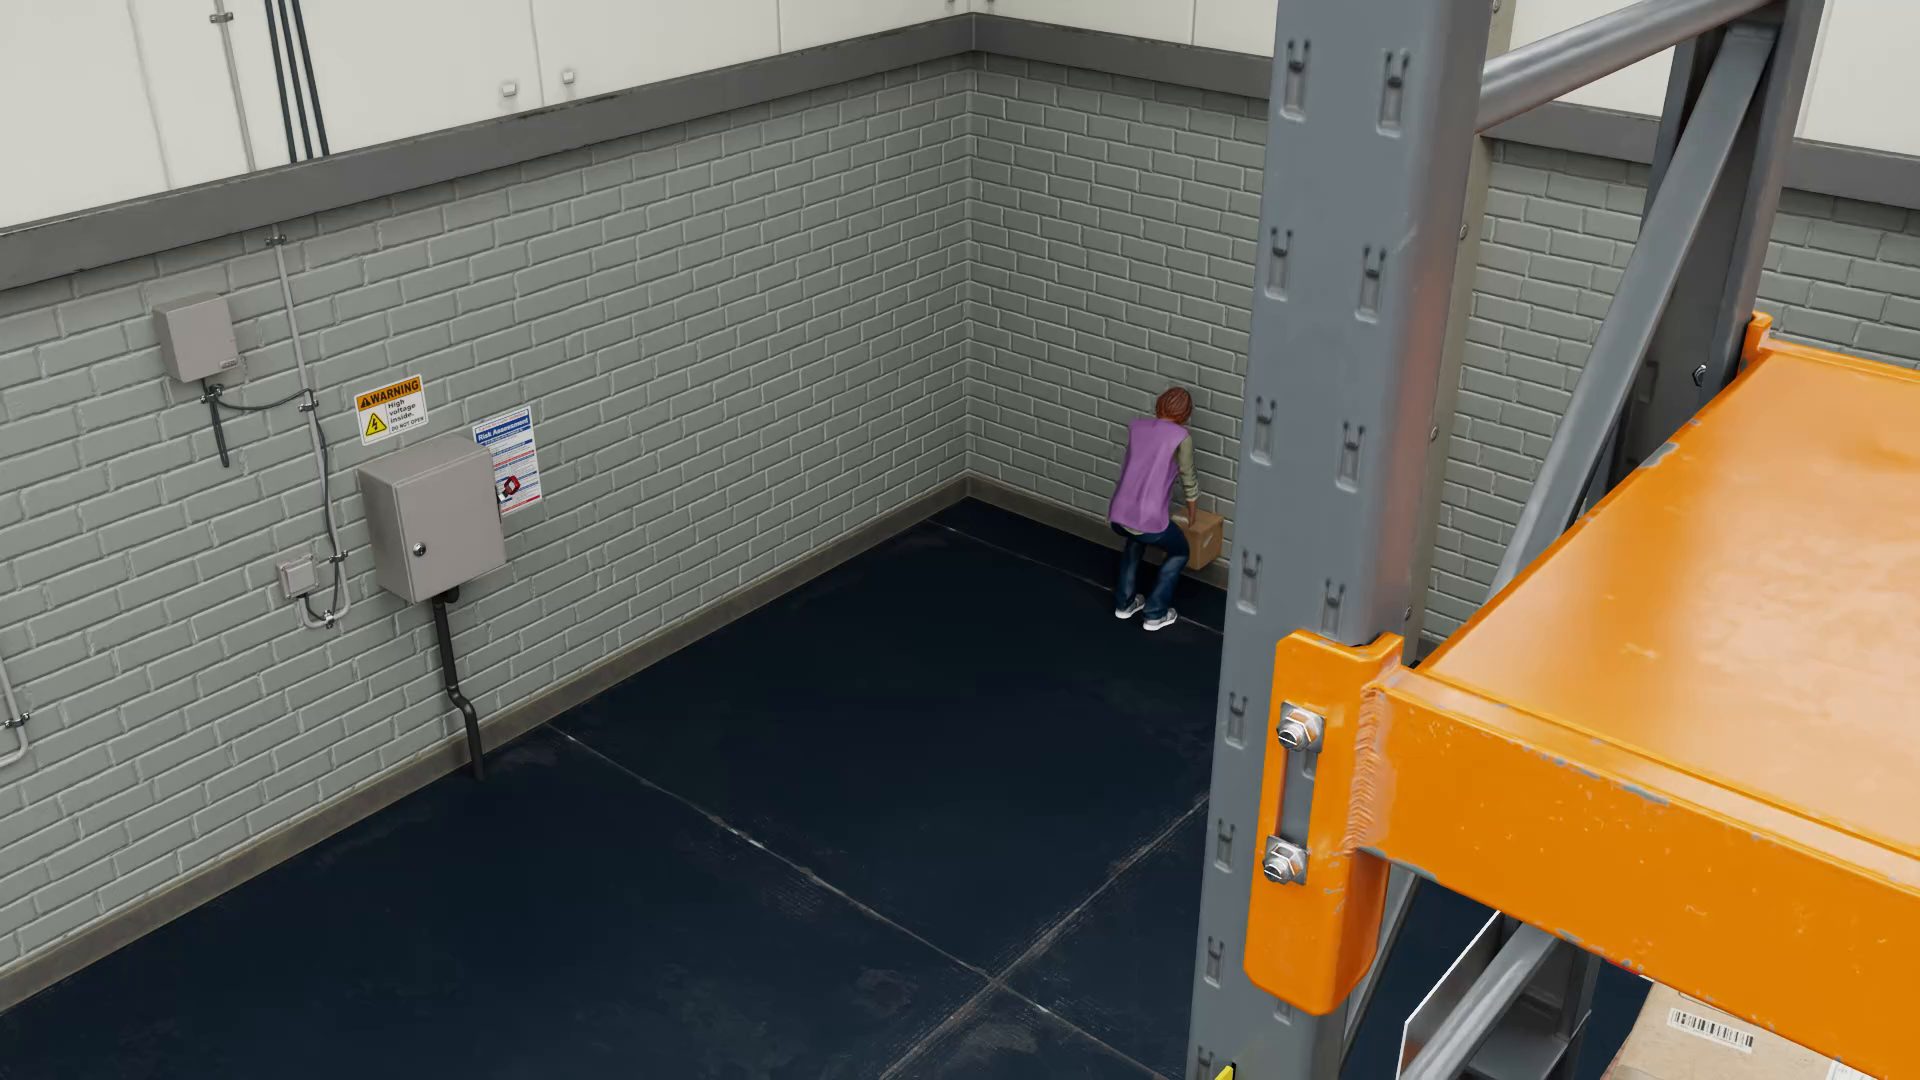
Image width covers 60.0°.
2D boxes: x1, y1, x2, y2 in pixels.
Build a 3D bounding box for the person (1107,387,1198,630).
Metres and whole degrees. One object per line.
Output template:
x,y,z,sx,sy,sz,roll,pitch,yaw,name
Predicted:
1.056,-0.164,9.243,0.462,1.325,0.639,21,34,35,person
